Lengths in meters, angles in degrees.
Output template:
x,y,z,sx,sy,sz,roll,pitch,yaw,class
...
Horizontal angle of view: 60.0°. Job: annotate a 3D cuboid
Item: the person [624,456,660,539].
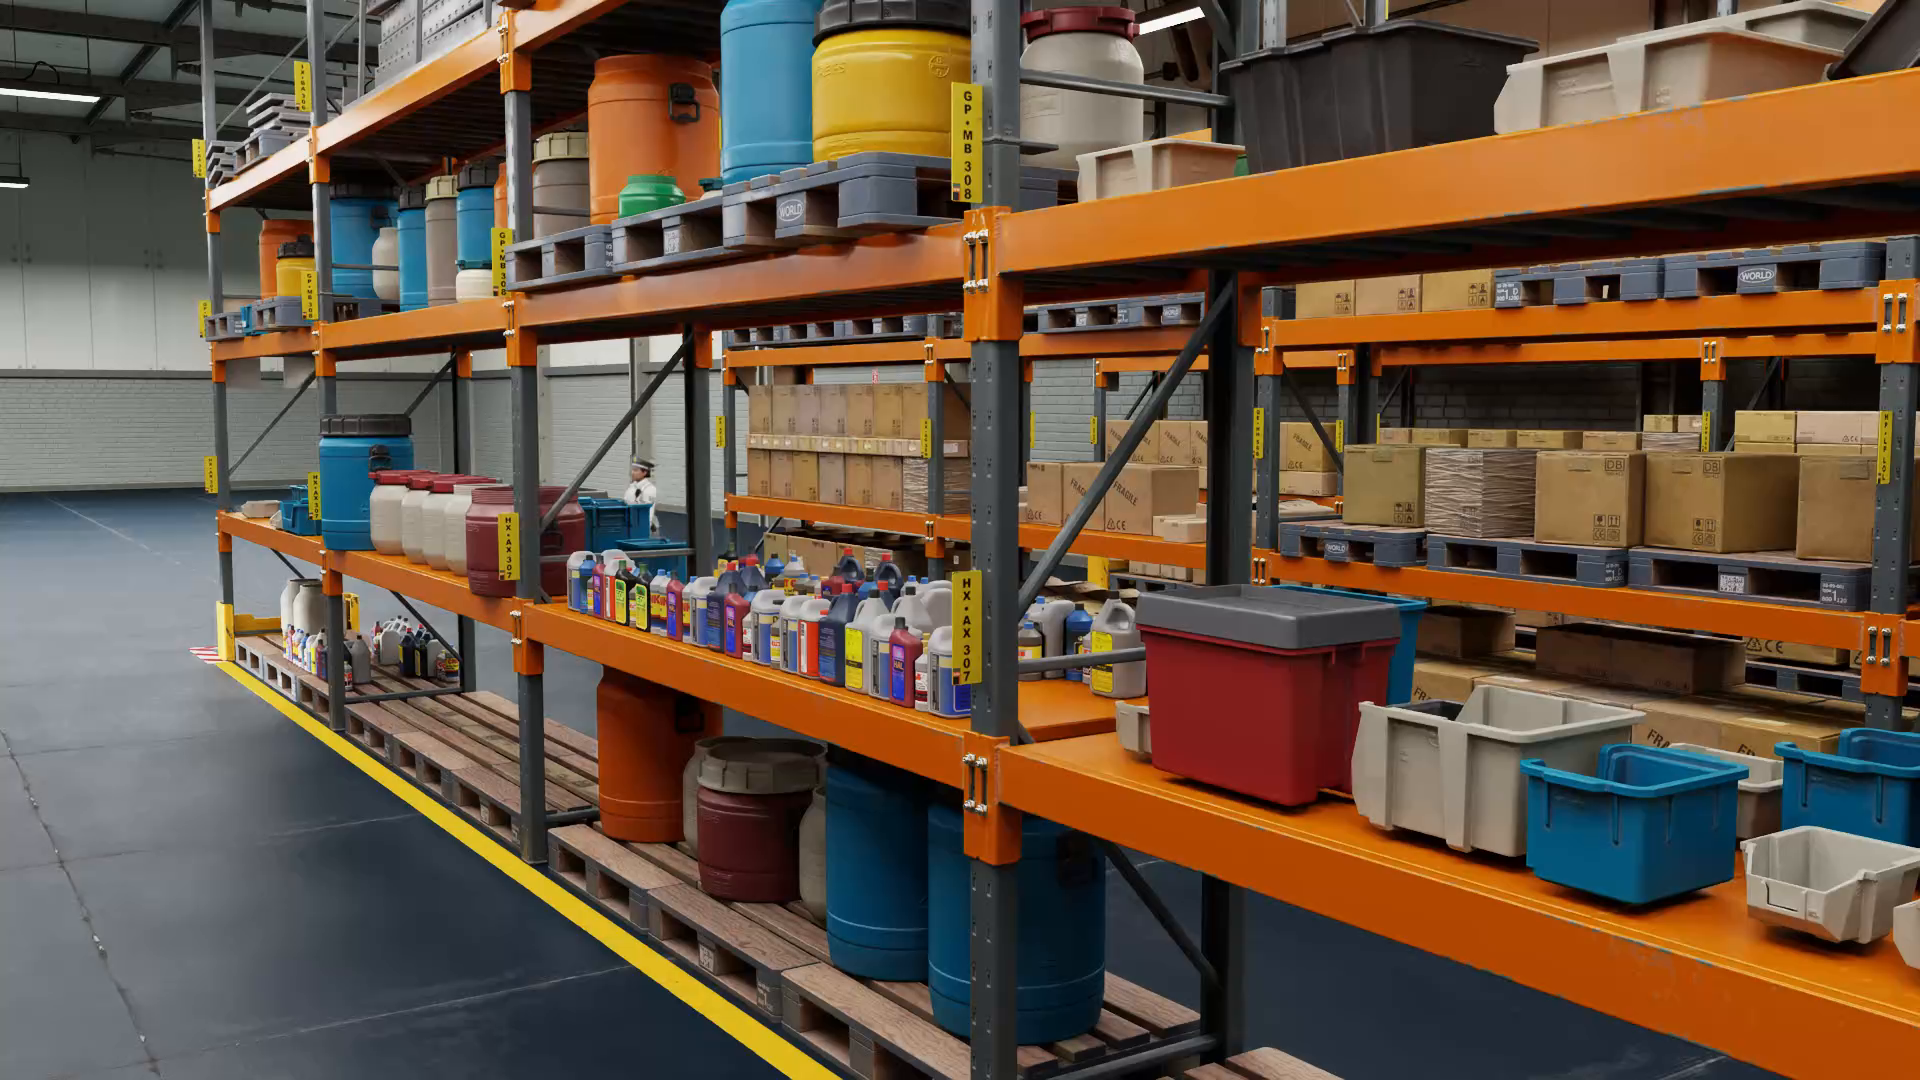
x,y,z,sx,sy,sz,roll,pitch,yaw,class
-3.447,-0.037,17.994,0.509,1.741,0.637,4,6,39,person
